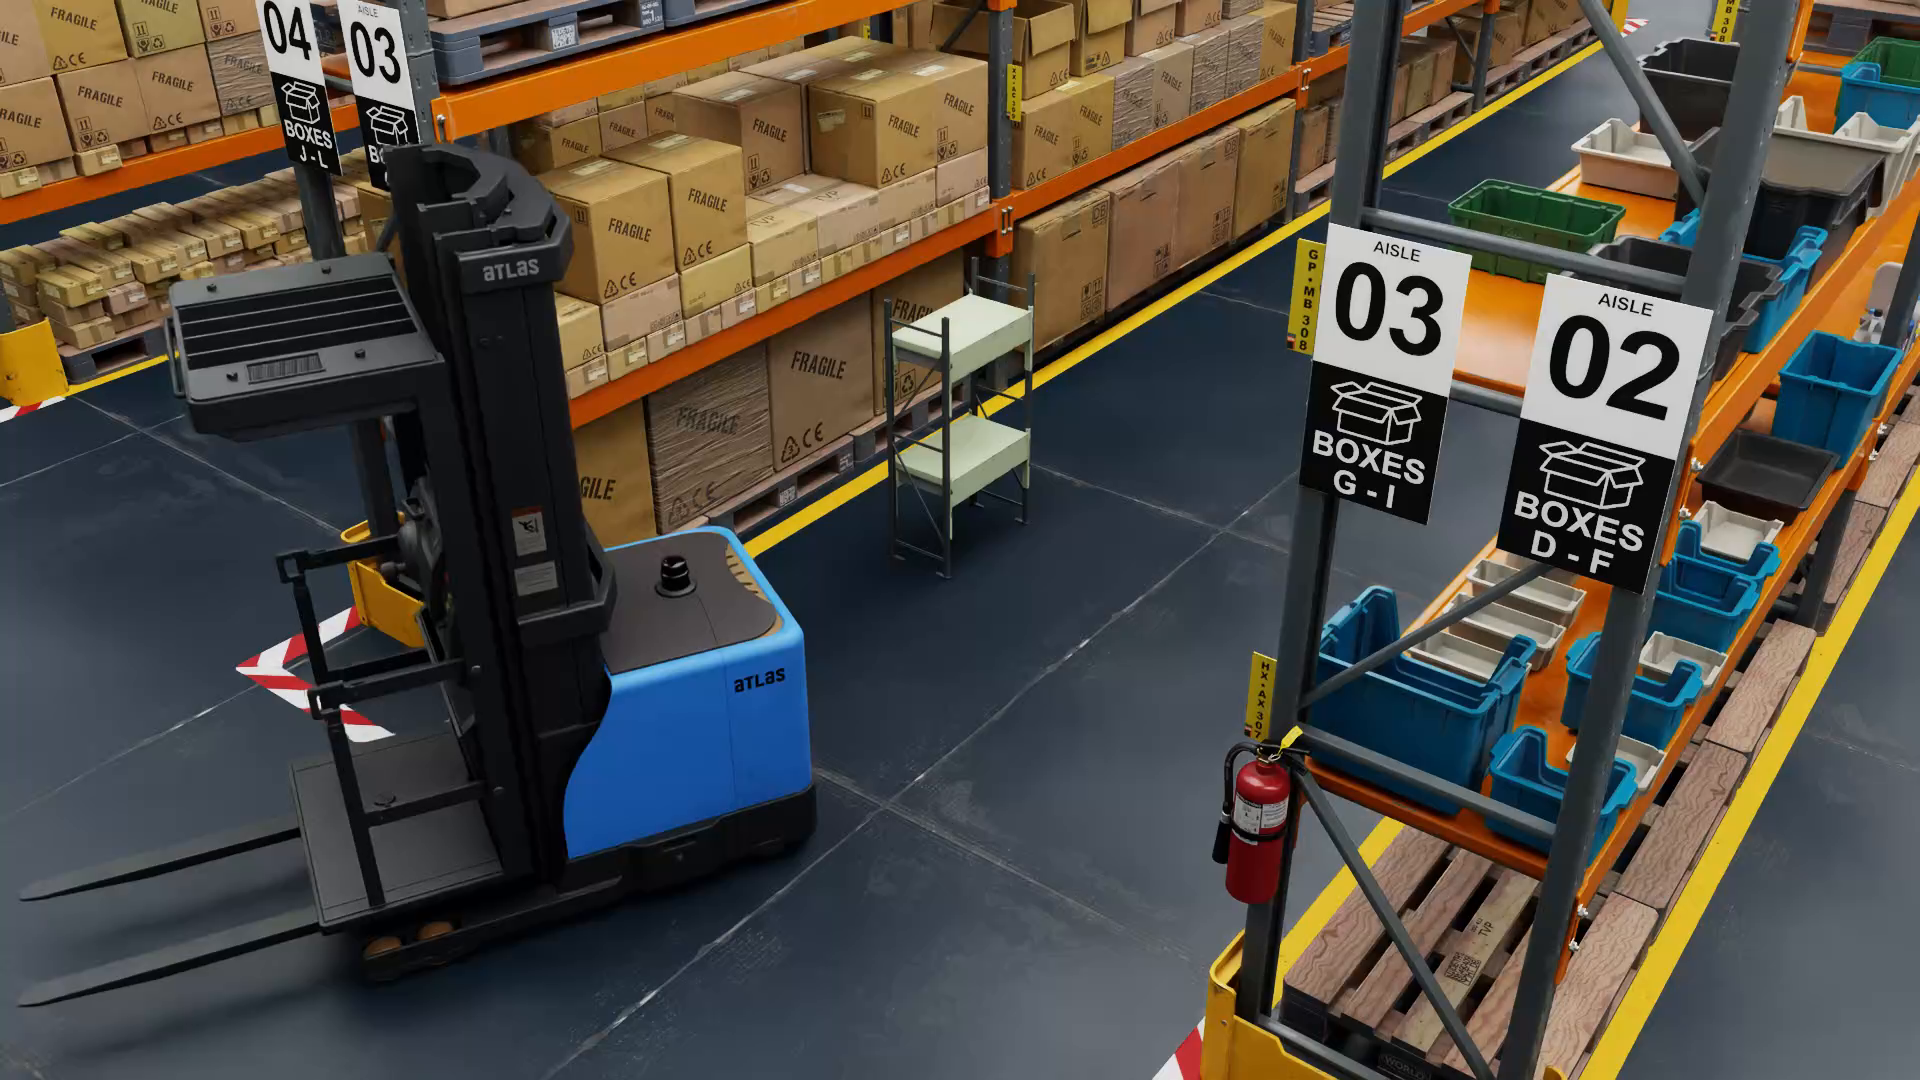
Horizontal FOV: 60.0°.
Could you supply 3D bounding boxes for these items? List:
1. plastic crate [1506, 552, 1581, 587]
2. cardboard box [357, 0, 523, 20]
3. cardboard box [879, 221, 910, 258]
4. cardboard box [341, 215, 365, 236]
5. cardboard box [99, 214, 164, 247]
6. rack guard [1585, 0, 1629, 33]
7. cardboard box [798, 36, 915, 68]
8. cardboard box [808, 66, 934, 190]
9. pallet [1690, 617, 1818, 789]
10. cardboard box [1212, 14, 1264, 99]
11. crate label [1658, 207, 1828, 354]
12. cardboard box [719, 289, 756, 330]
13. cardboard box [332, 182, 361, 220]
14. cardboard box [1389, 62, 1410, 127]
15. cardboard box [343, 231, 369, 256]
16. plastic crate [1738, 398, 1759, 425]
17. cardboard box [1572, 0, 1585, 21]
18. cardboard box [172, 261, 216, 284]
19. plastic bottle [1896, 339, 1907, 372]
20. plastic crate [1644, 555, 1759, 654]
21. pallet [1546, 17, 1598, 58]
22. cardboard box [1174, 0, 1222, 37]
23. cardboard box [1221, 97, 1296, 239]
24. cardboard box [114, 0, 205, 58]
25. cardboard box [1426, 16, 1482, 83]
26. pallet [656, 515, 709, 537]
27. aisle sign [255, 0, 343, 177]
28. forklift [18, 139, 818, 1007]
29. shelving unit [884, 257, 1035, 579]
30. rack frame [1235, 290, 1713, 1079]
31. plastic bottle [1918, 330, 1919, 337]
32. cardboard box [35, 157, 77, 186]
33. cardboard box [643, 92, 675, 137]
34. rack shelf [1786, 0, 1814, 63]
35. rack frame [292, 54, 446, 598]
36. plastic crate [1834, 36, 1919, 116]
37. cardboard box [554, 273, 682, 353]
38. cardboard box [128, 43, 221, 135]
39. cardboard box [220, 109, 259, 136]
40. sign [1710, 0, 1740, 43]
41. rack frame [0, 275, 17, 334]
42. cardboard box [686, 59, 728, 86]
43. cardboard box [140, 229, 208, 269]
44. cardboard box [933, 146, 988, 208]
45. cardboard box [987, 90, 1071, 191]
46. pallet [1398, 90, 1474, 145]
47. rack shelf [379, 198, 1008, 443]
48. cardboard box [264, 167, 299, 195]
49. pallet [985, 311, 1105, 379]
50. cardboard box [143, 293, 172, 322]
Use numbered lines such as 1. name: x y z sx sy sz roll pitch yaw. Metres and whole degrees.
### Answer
1. plastic crate: 2.258 0.081 6.372 0.298 0.136 0.250 21 37 31
2. cardboard box: -2.266 -2.569 7.092 0.700 0.500 0.500 19 35 28
3. cardboard box: -0.511 -1.763 9.530 0.380 0.149 0.250 22 37 32
4. cardboard box: -4.622 -2.424 12.491 0.380 0.149 0.250 22 37 32
5. cardboard box: -5.854 -2.169 11.769 0.380 0.149 0.250 20 36 29
6. rack guard: 7.075 -6.181 19.190 1.175 0.500 0.348 21 37 31
7. cardboard box: -0.616 -2.680 9.950 0.500 0.500 0.500 21 37 31
8. cardboard box: -0.493 -2.324 9.350 0.500 0.500 0.500 22 37 32
9. pallet: 3.413 0.625 7.989 1.003 0.211 1.213 21 37 31
10. cardboard box: 1.886 -3.601 12.286 0.500 0.500 0.500 21 36 31
11. crate label: 2.226 -0.762 4.797 0.408 0.251 0.502 21 37 31
12. cardboard box: -1.286 -1.242 8.650 0.380 0.149 0.250 21 36 31
13. cardboard box: -4.599 -2.523 12.367 0.380 0.149 0.250 19 36 29
14. cardboard box: 3.678 -4.117 15.275 0.700 0.500 0.500 18 35 27
15. cardboard box: -4.606 -2.247 12.483 0.380 0.149 0.250 21 37 31
16. plastic crate: 3.431 -0.653 7.609 0.396 0.136 0.243 21 37 31
17. cardboard box: 6.731 -6.144 18.715 0.500 0.500 0.500 -25 39 -35
18. cardboard box: -5.381 -1.859 11.538 0.380 0.149 0.250 22 37 33
19. plastic bottle: 4.523 -0.925 8.063 0.097 0.201 0.097 0 31 0
20. plastic crate: 2.618 0.252 5.987 0.416 0.233 0.300 21 37 31
21. pallet: 6.557 -5.738 18.724 1.003 0.211 1.213 21 37 31
22. cardboard box: 1.442 -3.954 11.898 0.797 0.503 0.637 22 37 32
23. cardboard box: 1.859 -3.028 13.090 1.225 0.875 0.875 19 36 29
24. cardboard box: -5.317 -3.465 10.784 0.500 0.500 0.500 20 36 30
25. cardboard box: 4.980 -4.917 16.645 0.500 0.500 0.500 20 36 30
26. pallet: -2.117 0.067 8.931 1.003 0.211 1.213 21 37 31
27. aisle sign: -2.820 -1.965 7.074 0.394 0.787 0.004 21 37 31
28. forklift: -2.163 0.124 6.165 3.031 2.935 1.130 -14 33 -22
29. shelving unit: 0.004 -0.648 8.872 0.431 1.500 0.755 21 37 31
30. rack frame: 1.412 0.740 5.059 1.000 3.000 0.127 21 37 31
31. plastic bottle: 4.839 -1.138 8.422 0.097 0.201 0.097 0 31 0
32. cardboard box: -5.853 -2.390 10.588 0.380 0.149 0.250 23 37 33
33. cardboard box: -2.735 -3.734 14.648 0.500 0.500 0.500 22 37 32
34. rack shelf: 2.619 -2.172 5.186 1.077 0.370 4.000 21 37 31
35. rack frame: -2.537 -0.784 7.631 1.000 3.000 0.127 21 37 31
36. plastic crate: 3.811 -1.820 6.644 0.450 0.188 0.662 21 37 31
37. cardboard box: -1.724 -1.173 8.142 0.500 0.250 0.500 21 36 31
38. cardboard box: -5.331 -3.041 11.049 0.500 0.500 0.500 22 37 32
39. cardboard box: -5.073 -2.924 11.488 0.380 0.149 0.250 23 37 33
40. sign: 3.389 -2.350 7.322 0.100 0.325 0.005 21 37 31
41. rack frame: -6.431 -2.351 10.276 1.000 3.000 0.127 21 37 31
42. cardboard box: -2.421 -4.262 14.804 0.500 0.250 0.500 22 37 32
43. cardboard box: -5.435 -2.008 11.498 0.380 0.149 0.250 19 36 29
44. cardboard box: -0.180 -2.213 9.897 0.500 0.250 0.500 20 36 30
45. cardboard box: 0.354 -2.563 10.534 0.500 0.500 0.500 21 37 31
46. pallet: 4.238 -4.145 16.037 1.003 0.211 1.213 21 37 31
47. rack shelf: -1.330 -1.287 9.186 1.077 0.370 4.000 21 37 31
48. cardboard box: -5.074 -2.708 12.678 0.380 0.149 0.250 22 37 32
49. pallet: 0.283 -1.547 11.653 1.003 0.211 1.213 21 37 31
50. cardboard box: -5.622 -1.655 11.484 0.380 0.149 0.250 22 37 32
